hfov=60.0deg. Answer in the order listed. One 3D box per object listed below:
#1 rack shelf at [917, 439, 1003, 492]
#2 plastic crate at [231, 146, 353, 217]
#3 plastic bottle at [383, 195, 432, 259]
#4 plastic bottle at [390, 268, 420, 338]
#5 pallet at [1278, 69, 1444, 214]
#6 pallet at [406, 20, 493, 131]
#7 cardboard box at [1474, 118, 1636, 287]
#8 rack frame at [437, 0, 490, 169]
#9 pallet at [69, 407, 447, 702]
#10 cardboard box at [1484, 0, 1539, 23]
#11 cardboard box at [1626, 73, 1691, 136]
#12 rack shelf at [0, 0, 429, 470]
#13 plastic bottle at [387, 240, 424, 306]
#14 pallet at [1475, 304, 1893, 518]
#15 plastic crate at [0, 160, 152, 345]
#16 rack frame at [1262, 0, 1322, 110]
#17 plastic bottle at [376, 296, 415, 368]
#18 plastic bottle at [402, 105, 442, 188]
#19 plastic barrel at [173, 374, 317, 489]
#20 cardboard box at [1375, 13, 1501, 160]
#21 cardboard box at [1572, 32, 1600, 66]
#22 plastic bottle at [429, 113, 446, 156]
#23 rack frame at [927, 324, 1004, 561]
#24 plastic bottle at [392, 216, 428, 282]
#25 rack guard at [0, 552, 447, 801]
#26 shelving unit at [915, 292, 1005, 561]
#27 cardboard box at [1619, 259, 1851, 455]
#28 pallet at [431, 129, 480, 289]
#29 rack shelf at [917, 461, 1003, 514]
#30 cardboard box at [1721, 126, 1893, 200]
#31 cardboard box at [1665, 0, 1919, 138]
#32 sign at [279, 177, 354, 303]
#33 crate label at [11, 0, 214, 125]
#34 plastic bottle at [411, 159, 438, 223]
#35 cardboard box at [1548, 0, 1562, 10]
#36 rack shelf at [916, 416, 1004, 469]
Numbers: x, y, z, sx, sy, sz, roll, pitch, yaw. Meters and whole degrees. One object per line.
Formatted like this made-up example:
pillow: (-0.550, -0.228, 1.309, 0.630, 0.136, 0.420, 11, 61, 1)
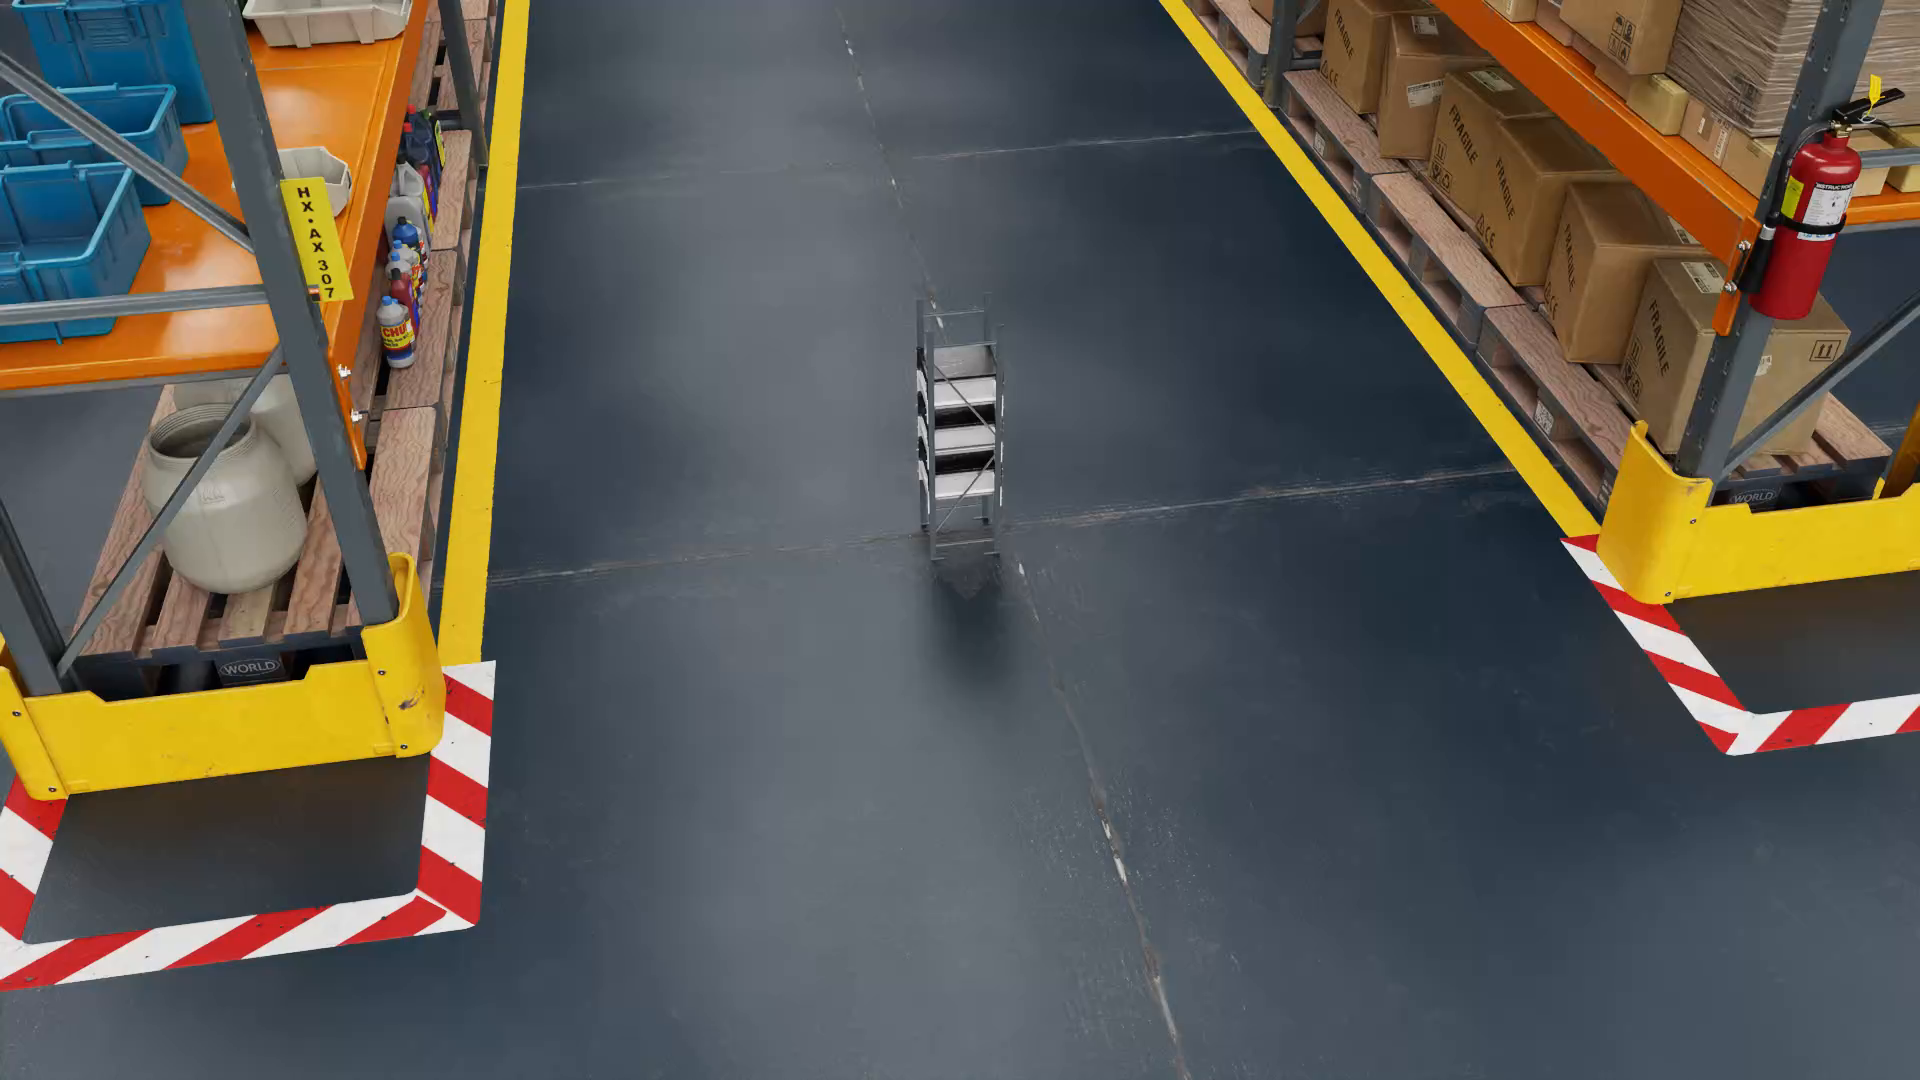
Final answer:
rack shelf: (-0.001, -0.263, 5.556, 0.258, 0.077, 0.200, -6, 38, -8)
plastic crate: (-1.930, -1.025, 4.840, 0.298, 0.136, 0.250, -6, 38, -8)
plastic bottle: (-2.280, -1.301, 6.841, 0.152, 0.276, 0.135, -6, 38, -7)
plastic bottle: (-2.123, -0.923, 6.348, 0.061, 0.283, 0.133, -6, 38, -7)
pallet: (2.237, -2.000, 8.152, 1.003, 0.211, 1.213, -6, 38, -8)
pallet: (-2.967, -2.339, 8.589, 1.003, 0.211, 1.213, -6, 38, -8)
cardboard box: (2.464, -1.382, 6.779, 0.500, 0.500, 0.500, -3, 38, -4)
rack frame: (-2.791, -2.970, 7.128, 1.000, 3.000, 0.127, -6, 38, -8)
pallet: (-2.287, 0.015, 5.559, 1.003, 0.211, 1.213, -6, 38, -8)
cardboard box: (2.167, -2.032, 6.126, 0.380, 0.149, 0.250, -6, 38, -8)
cardboard box: (2.395, -1.434, 5.356, 0.380, 0.149, 0.250, -6, 38, -8)
rack shelf: (-2.441, -1.478, 5.794, 1.077, 0.370, 4.000, -6, 38, -8)
plastic bottle: (-2.179, -1.047, 6.518, 0.097, 0.271, 0.097, 0, 38, 0)
pallet: (2.665, -0.526, 6.255, 1.003, 0.211, 1.213, -6, 38, -8)
plastic crate: (-2.472, -0.766, 4.412, 0.499, 0.251, 0.616, -6, 38, -8)
rack frame: (2.085, -3.503, 7.814, 1.000, 3.000, 0.127, -6, 38, -8)
plastic bottle: (-2.101, -0.779, 6.173, 0.097, 0.271, 0.097, 0, 38, 0)
plastic bottle: (-2.395, -1.740, 7.345, 0.144, 0.351, 0.185, -7, 38, -9)
plastic barrel: (-2.369, -0.430, 5.544, 0.421, 0.512, 0.421, 0, 38, 0)
cardboard box: (2.224, -2.091, 7.691, 0.500, 0.500, 0.500, 5, 38, 7)
cardboard box: (2.364, -1.742, 5.753, 0.380, 0.149, 0.250, -6, 38, -8)
plastic bottle: (-2.421, -1.853, 7.613, 0.097, 0.201, 0.097, 0, 38, 0)
rack frame: (0.016, -0.299, 5.401, 0.240, 0.900, 0.006, -6, 38, -8)
plastic bottle: (-2.214, -1.169, 6.675, 0.097, 0.271, 0.097, 0, 38, 0)
rack guard: (-2.150, 0.392, 4.838, 1.175, 0.500, 0.348, -6, 38, -8)
shelving unit: (-0.001, -0.360, 5.480, 0.258, 0.900, 0.210, -6, 38, -8)
cardboard box: (2.693, -0.645, 5.830, 0.500, 0.500, 0.500, 0, 38, 1)
pallet: (-2.715, -1.459, 7.456, 1.003, 0.211, 1.213, -6, 38, -8)
rack shelf: (-0.001, -0.192, 5.611, 0.258, 0.077, 0.200, -6, 38, -8)
cardboard box: (2.533, -1.138, 4.974, 0.380, 0.149, 0.250, -6, 38, -8)
cardboard box: (2.717, -1.579, 5.014, 0.875, 0.500, 0.500, -6, 38, -8)
sign: (-1.548, -0.720, 4.006, 0.100, 0.325, 0.005, -6, 38, -8)
crate label: (-2.679, -1.651, 5.401, 0.502, 0.435, 0.616, -6, 38, -8)
plastic bottle: (-2.291, -1.504, 7.096, 0.061, 0.283, 0.133, -4, 38, -5)
cardboard box: (2.466, -2.175, 5.781, 0.875, 0.500, 0.500, -6, 38, -8)
rack shelf: (-0.001, -0.334, 5.501, 0.258, 0.077, 0.200, -6, 38, -8)
